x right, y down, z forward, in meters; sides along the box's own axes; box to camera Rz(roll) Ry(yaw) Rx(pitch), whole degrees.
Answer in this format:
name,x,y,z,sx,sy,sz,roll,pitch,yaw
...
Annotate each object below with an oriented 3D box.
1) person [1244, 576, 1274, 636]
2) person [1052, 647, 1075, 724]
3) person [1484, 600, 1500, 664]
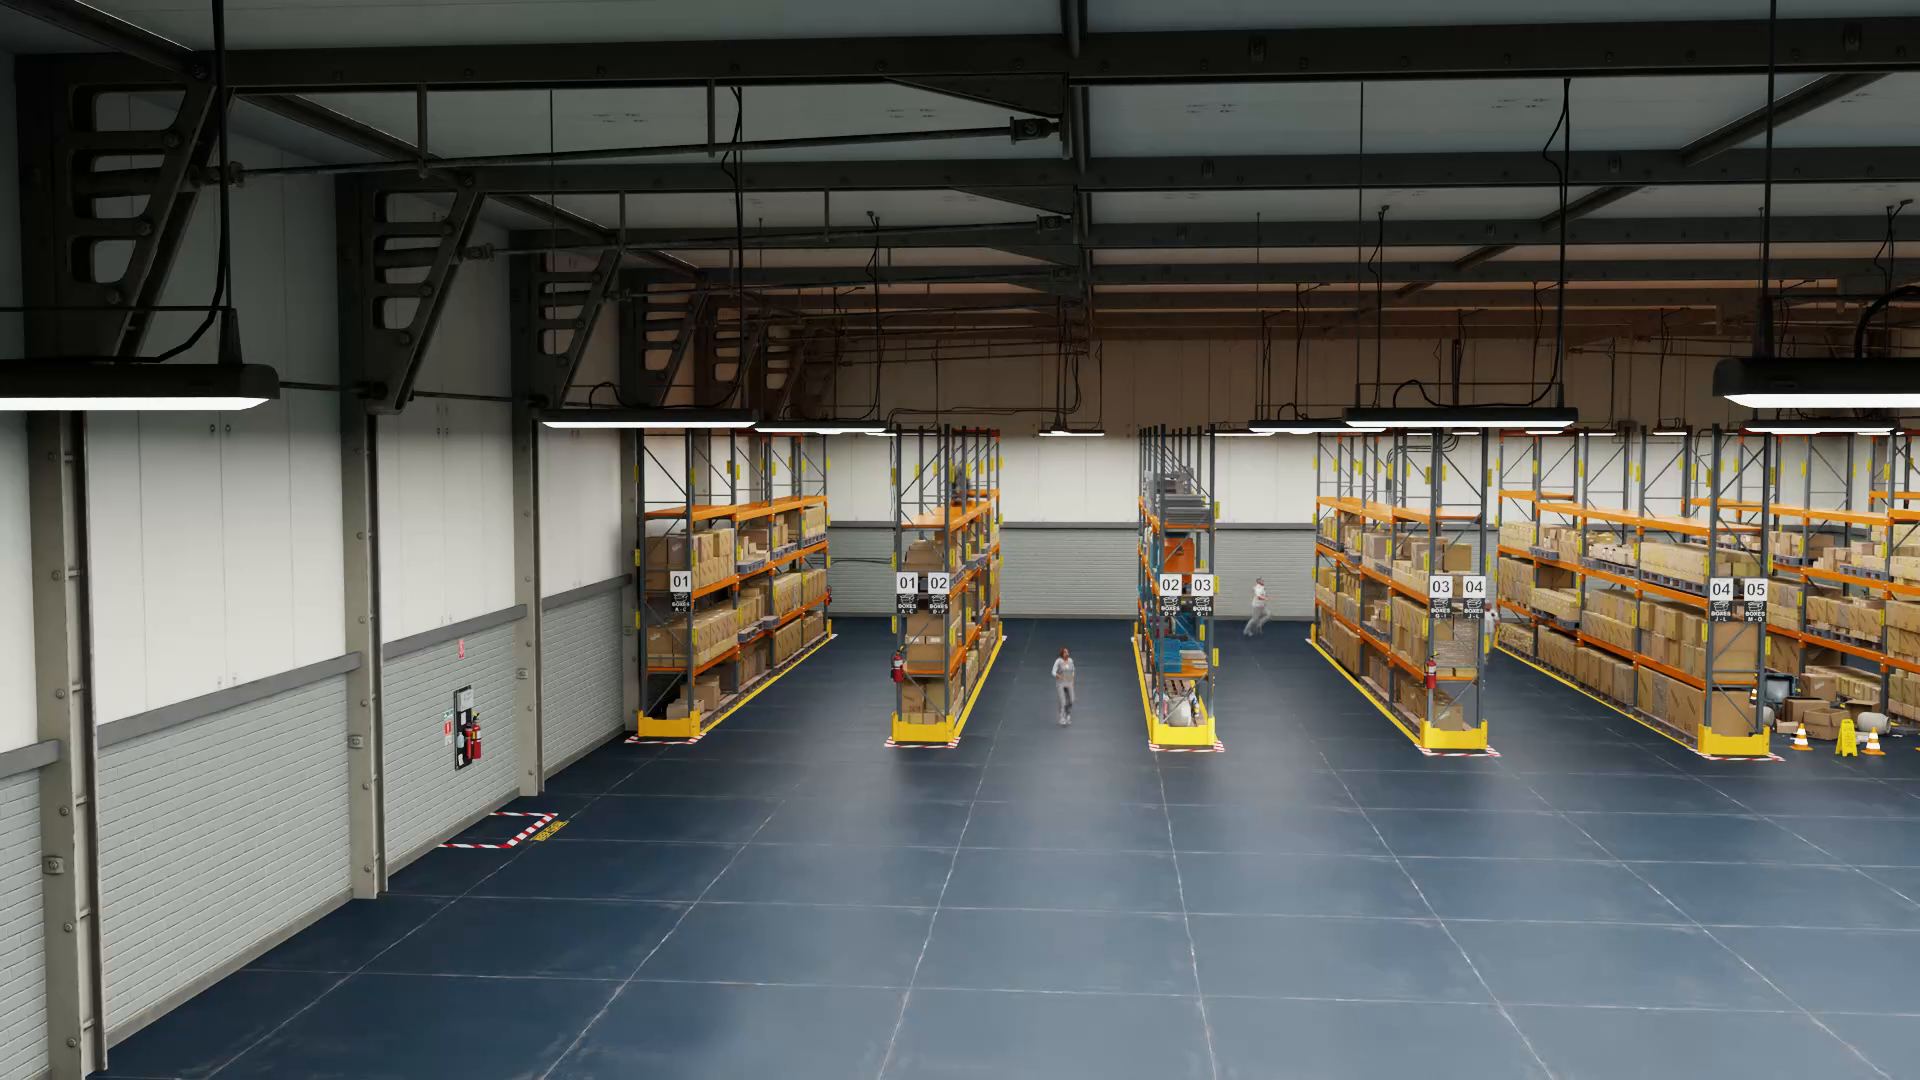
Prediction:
name,x,y,z,sx,sy,sz,roll,pitch,yaw
person,8.680,1.905,48.191,0.863,1.764,0.681,1,4,20
person,2.093,2.913,33.173,0.538,1.566,0.577,-1,4,-16
person,13.379,2.341,42.111,0.586,1.634,0.584,0,4,8
